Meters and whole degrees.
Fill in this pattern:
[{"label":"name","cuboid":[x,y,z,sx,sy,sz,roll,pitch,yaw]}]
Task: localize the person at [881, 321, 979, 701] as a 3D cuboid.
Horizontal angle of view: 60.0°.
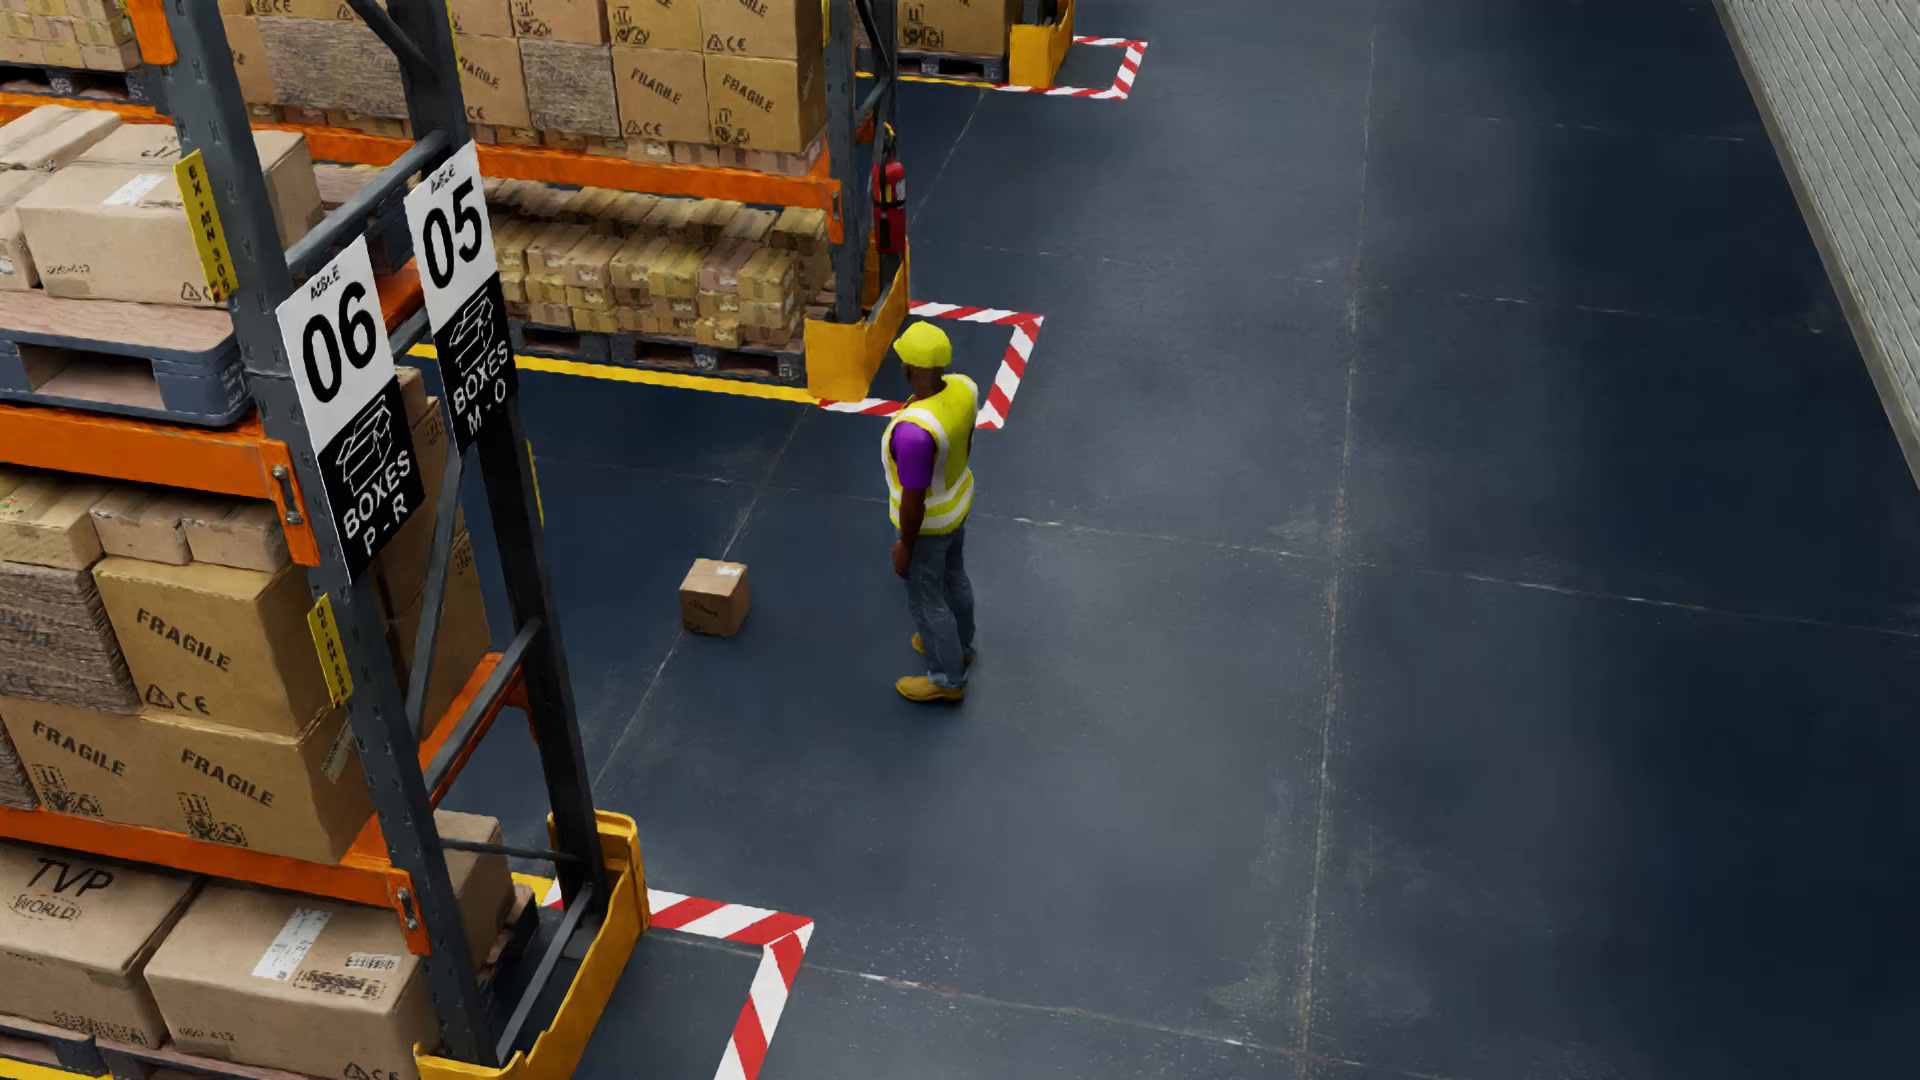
[{"label":"person","cuboid":[-0.107,-0.124,7.088,0.392,1.762,0.609,12,38,16]}]
